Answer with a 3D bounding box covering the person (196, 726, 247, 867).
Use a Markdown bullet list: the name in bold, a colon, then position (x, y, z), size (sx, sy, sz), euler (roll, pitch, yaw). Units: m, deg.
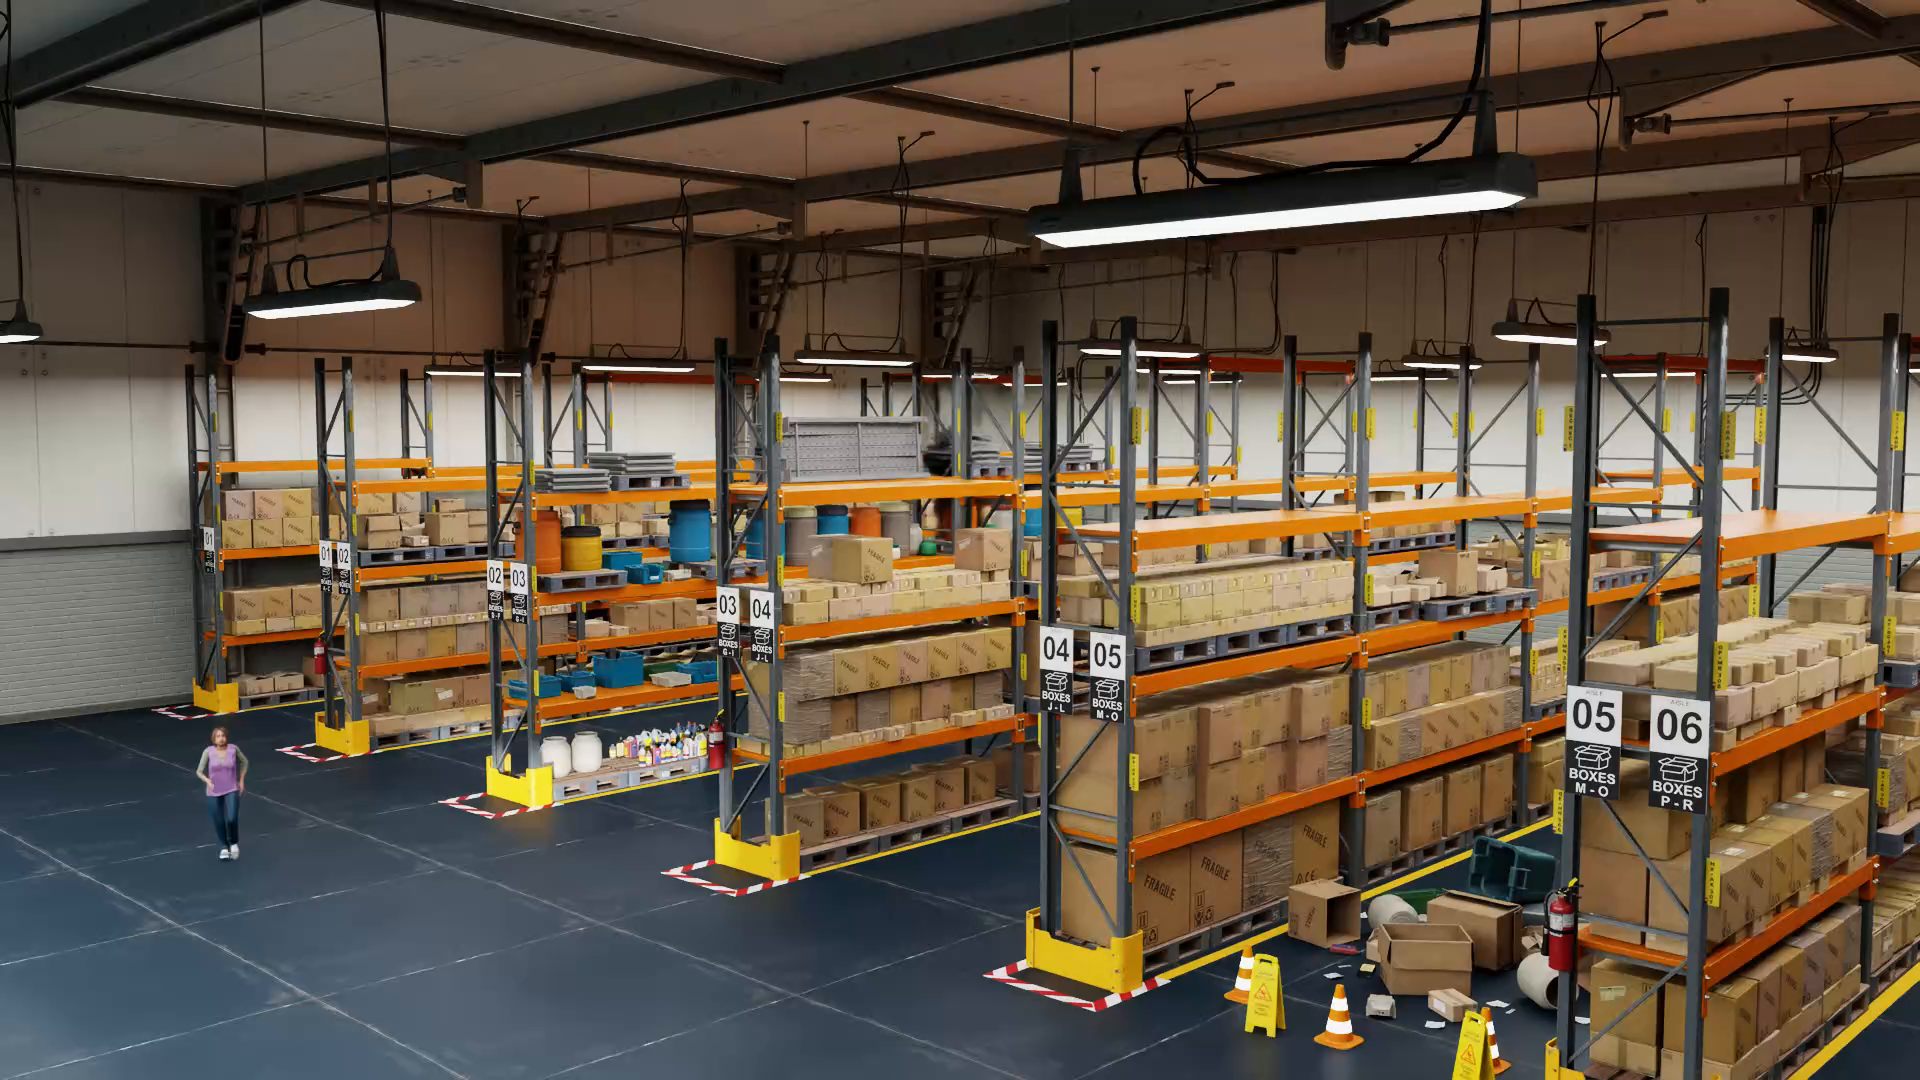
- **person**: position (-8.425, 2.925, 18.988), size (0.529, 1.625, 0.686), euler (-2, 5, -22)
